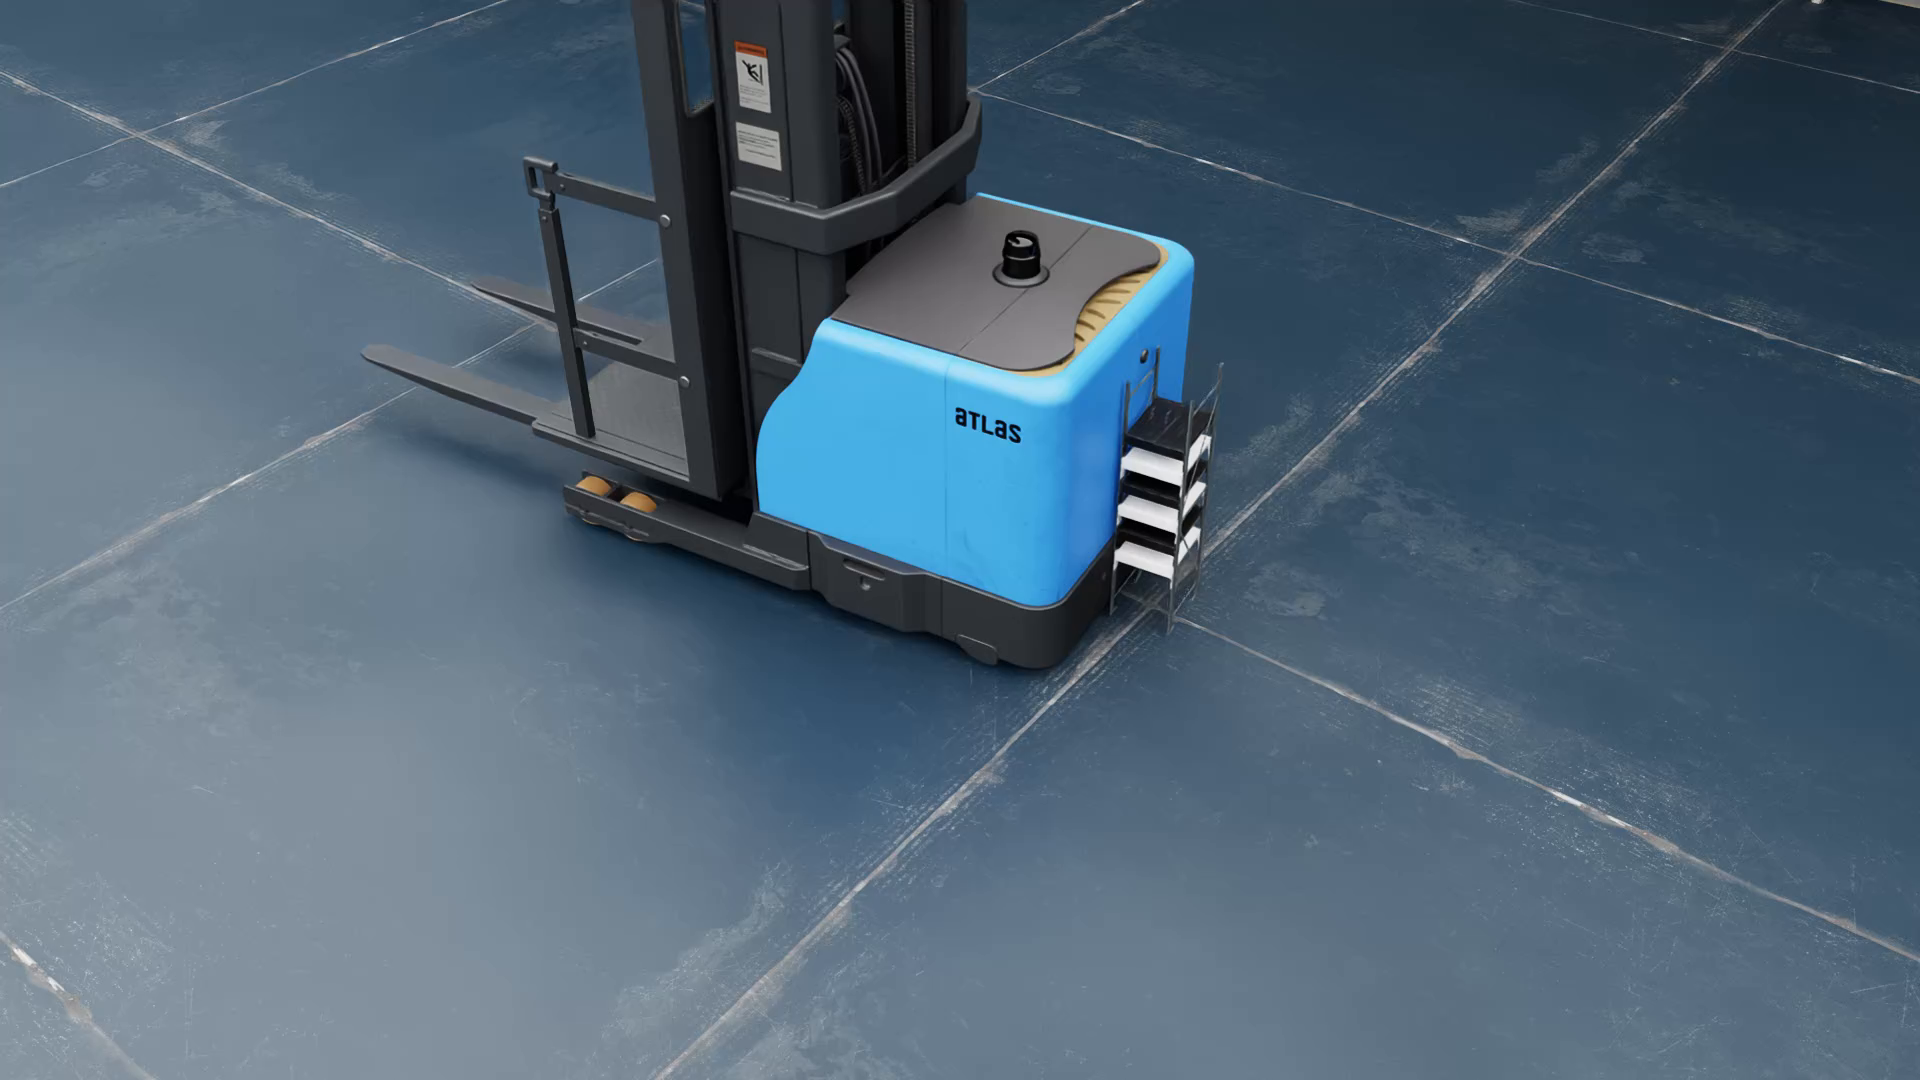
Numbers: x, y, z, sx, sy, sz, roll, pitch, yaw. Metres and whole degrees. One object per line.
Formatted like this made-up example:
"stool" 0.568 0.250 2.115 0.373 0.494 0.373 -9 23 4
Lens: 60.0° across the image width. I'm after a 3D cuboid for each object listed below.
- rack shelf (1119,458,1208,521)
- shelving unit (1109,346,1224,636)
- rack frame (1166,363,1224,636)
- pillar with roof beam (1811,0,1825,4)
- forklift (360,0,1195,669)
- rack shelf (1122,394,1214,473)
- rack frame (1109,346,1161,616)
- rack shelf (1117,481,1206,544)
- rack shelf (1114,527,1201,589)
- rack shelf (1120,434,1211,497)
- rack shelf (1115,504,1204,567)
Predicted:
"rack shelf" 0.637 -0.184 5.163 0.200 0.077 0.258 19 42 23
"shelving unit" 0.637 -0.140 5.198 0.210 0.900 0.258 19 42 23
"rack frame" 0.726 -0.109 5.159 0.006 0.900 0.240 19 42 23
"pillar with roof beam" 2.383 -4.737 4.500 0.400 9.000 9.100 25 45 29
"forklift" -0.792 -1.414 5.178 3.031 2.935 1.130 19 42 23
"rack shelf" 0.637 -0.326 5.053 0.200 0.077 0.258 19 42 23
"rack frame" 0.548 -0.170 5.237 0.006 0.900 0.240 19 42 23
"rack shelf" 0.637 -0.113 5.219 0.200 0.077 0.258 19 42 23
"rack shelf" 0.637 0.028 5.330 0.200 0.077 0.258 19 42 23
"rack shelf" 0.637 -0.255 5.108 0.200 0.077 0.258 19 42 23
"rack shelf" 0.637 -0.043 5.274 0.200 0.077 0.258 19 42 23
